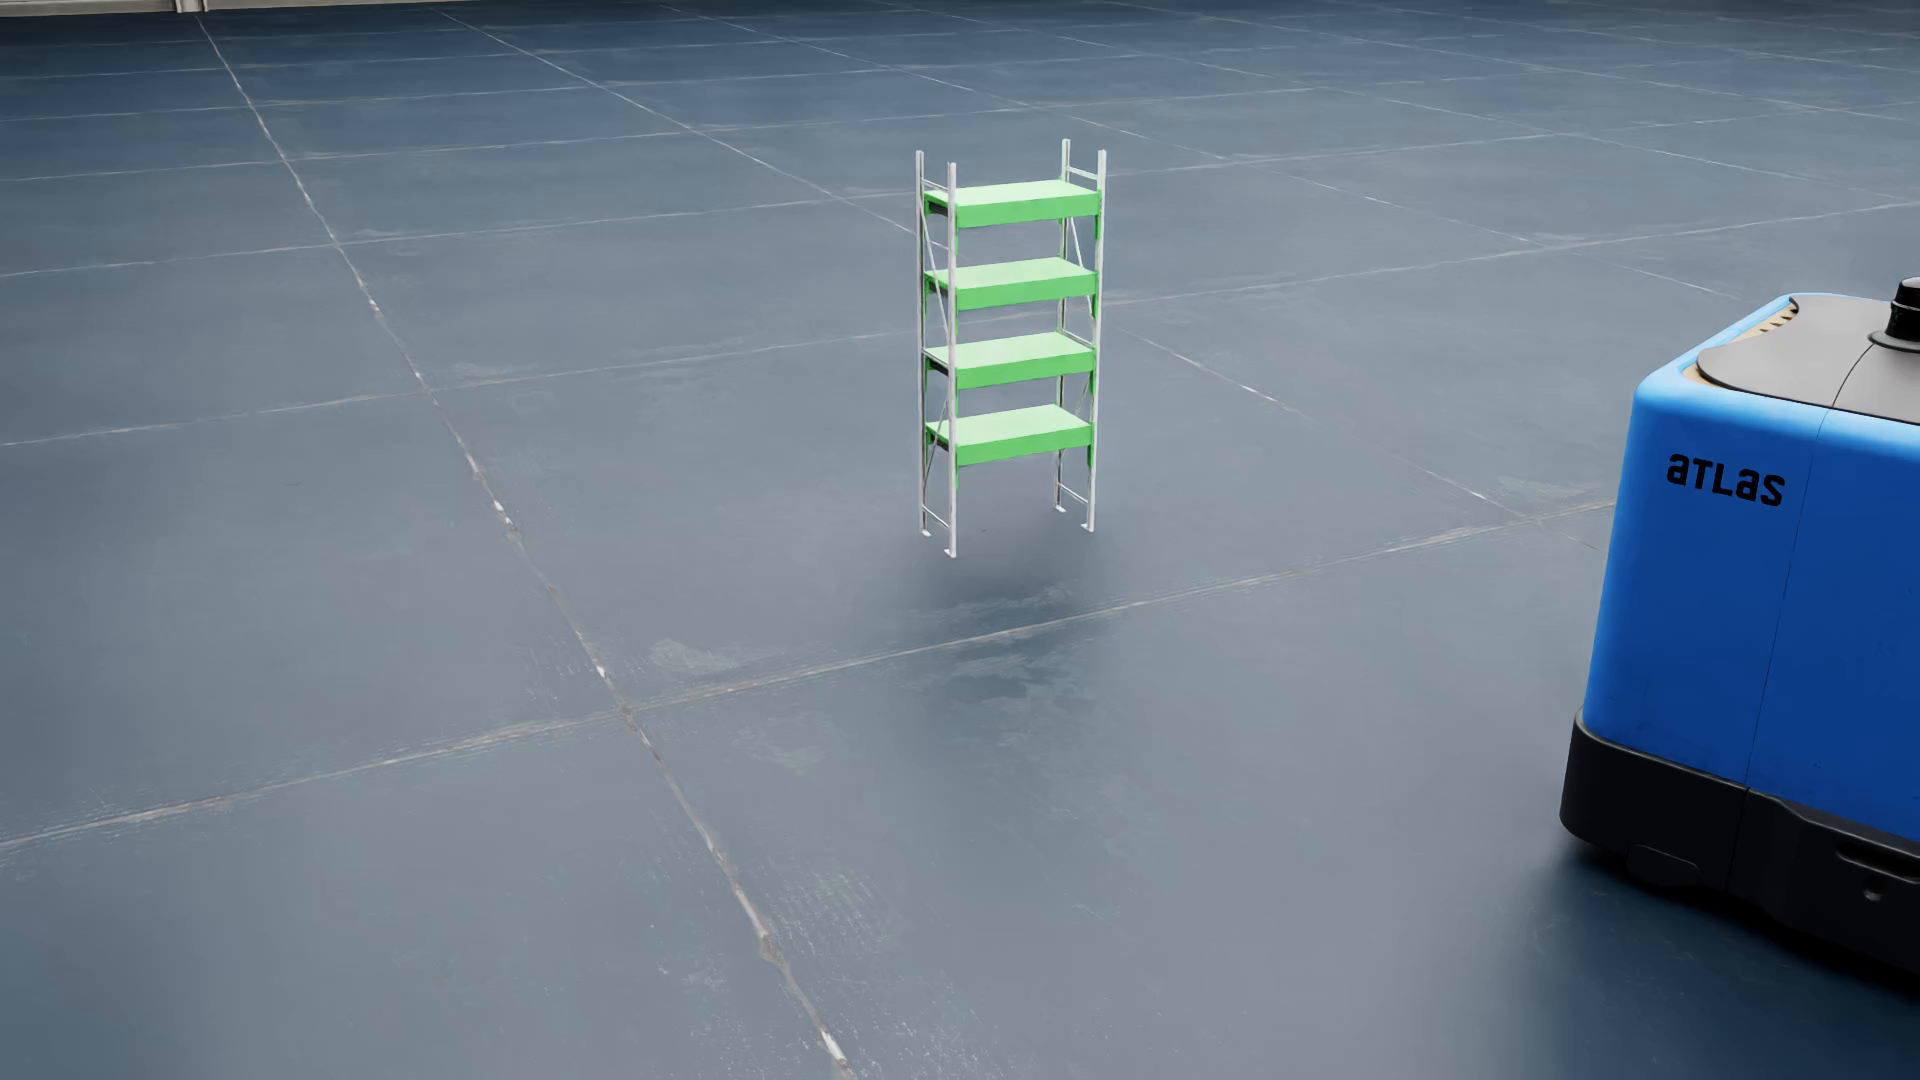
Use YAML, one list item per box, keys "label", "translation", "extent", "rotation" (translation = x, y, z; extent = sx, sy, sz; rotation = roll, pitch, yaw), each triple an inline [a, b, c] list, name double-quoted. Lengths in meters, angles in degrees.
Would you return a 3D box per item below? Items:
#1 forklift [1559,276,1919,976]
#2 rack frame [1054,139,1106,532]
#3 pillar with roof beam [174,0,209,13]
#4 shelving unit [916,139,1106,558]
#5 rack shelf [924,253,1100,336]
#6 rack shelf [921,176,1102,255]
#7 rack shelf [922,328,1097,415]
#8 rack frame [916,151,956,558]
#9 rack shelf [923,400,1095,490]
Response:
- label: "forklift"
  translation: [2.741, -0.444, 2.489]
  extent: [3.031, 2.935, 1.130]
  rotation: [18, 29, 37]
- label: "rack frame"
  translation: [0.369, -0.622, 5.185]
  extent: [0.015, 1.200, 0.240]
  rotation: [-10, 25, -24]
- label: "pillar with roof beam"
  translation: [-8.596, -9.886, 17.366]
  extent: [0.400, 9.000, 9.100]
  rotation: [-10, 25, -24]
- label: "shelving unit"
  translation: [0.149, -0.582, 5.087]
  extent: [0.503, 1.200, 0.258]
  rotation: [-10, 25, -24]
- label: "rack shelf"
  translation: [0.149, -0.745, 5.019]
  extent: [0.480, 0.148, 0.258]
  rotation: [-10, 25, -24]
- label: "rack shelf"
  translation: [0.149, -0.966, 4.928]
  extent: [0.480, 0.148, 0.258]
  rotation: [-10, 25, -24]
- label: "rack shelf"
  translation: [0.149, -0.523, 5.111]
  extent: [0.480, 0.148, 0.258]
  rotation: [-10, 25, -24]
- label: "rack frame"
  translation: [-0.071, -0.541, 4.989]
  extent: [0.015, 1.200, 0.240]
  rotation: [-10, 25, -24]
- label: "rack shelf"
  translation: [0.149, -0.301, 5.203]
  extent: [0.480, 0.148, 0.258]
  rotation: [-10, 25, -24]
